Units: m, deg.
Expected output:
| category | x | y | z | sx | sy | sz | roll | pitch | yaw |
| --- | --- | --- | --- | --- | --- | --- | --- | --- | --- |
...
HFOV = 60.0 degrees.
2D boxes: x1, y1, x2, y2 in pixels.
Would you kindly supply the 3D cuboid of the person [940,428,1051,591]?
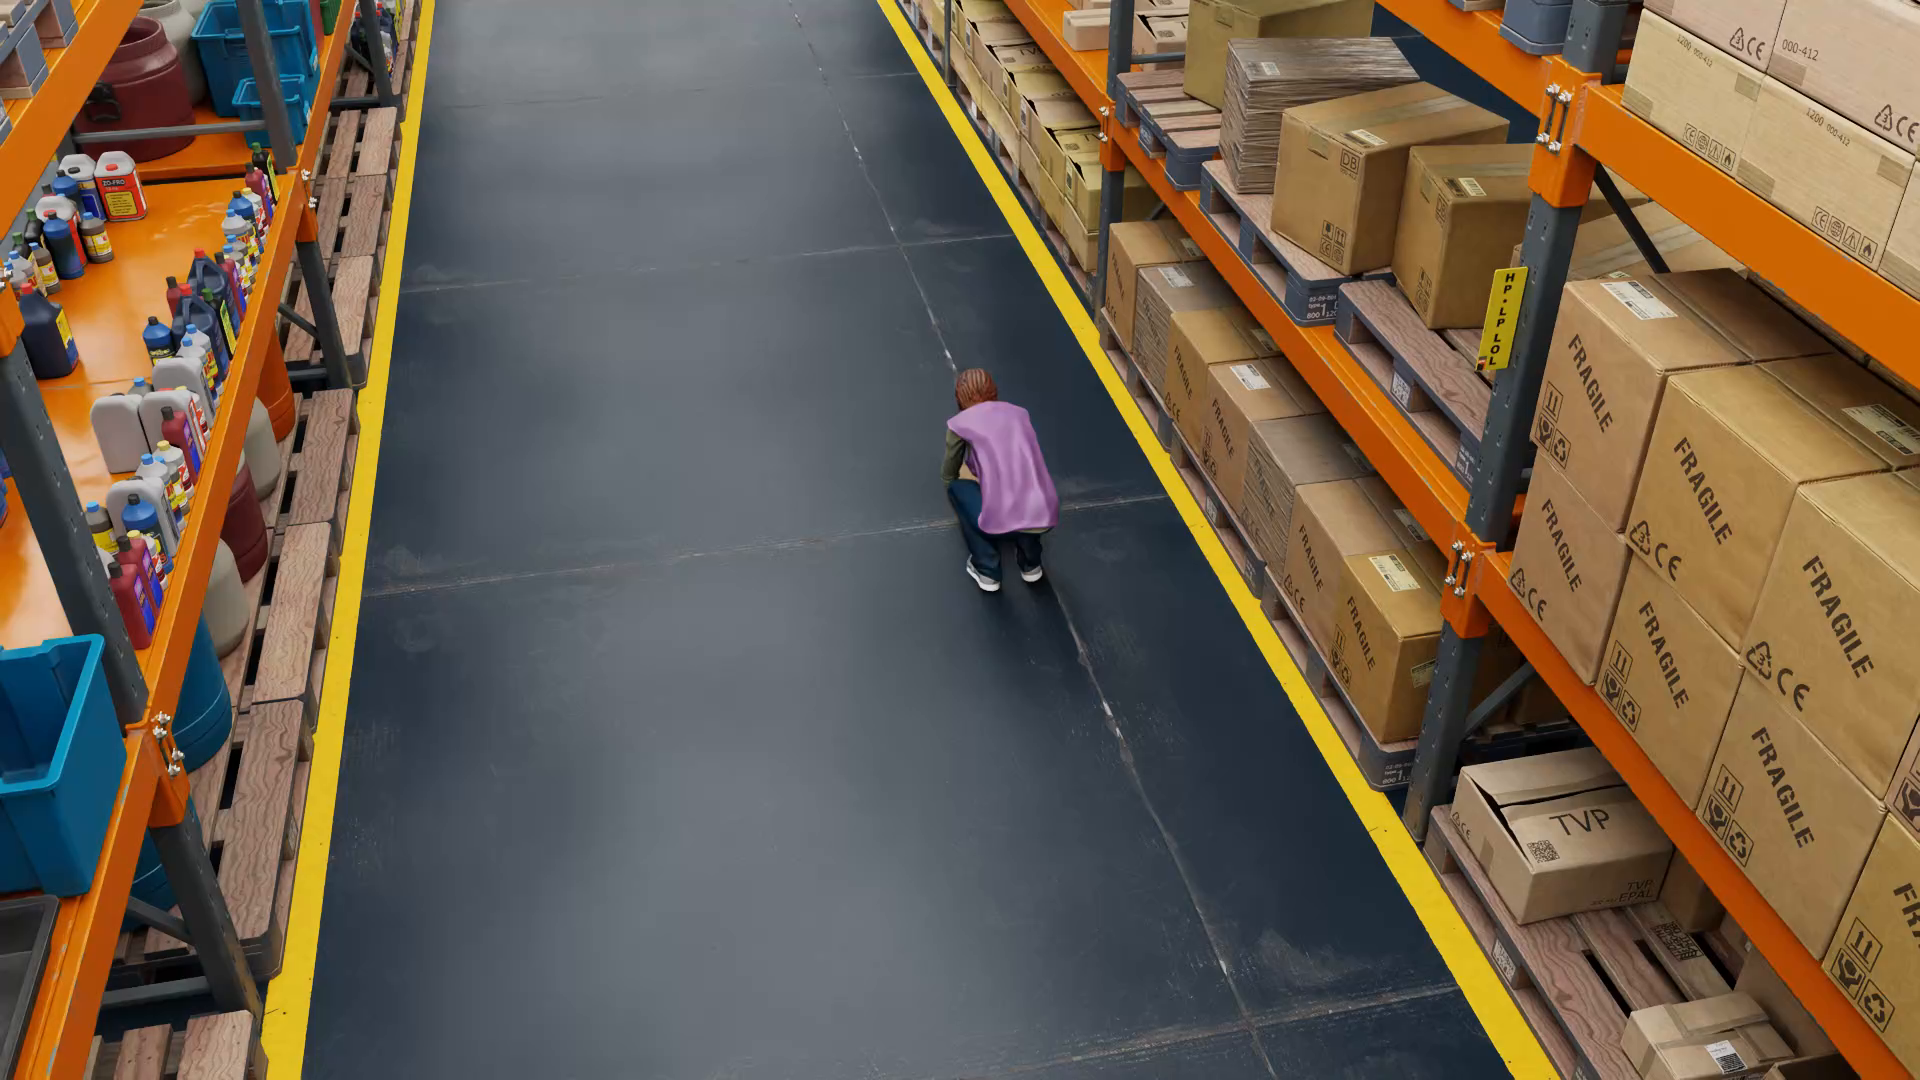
| category | x | y | z | sx | sy | sz | roll | pitch | yaw |
| --- | --- | --- | --- | --- | --- | --- | --- | --- | --- |
| person | 0.172 | -0.174 | 7.166 | 0.408 | 0.731 | 0.665 | -7 | 35 | -10 |
